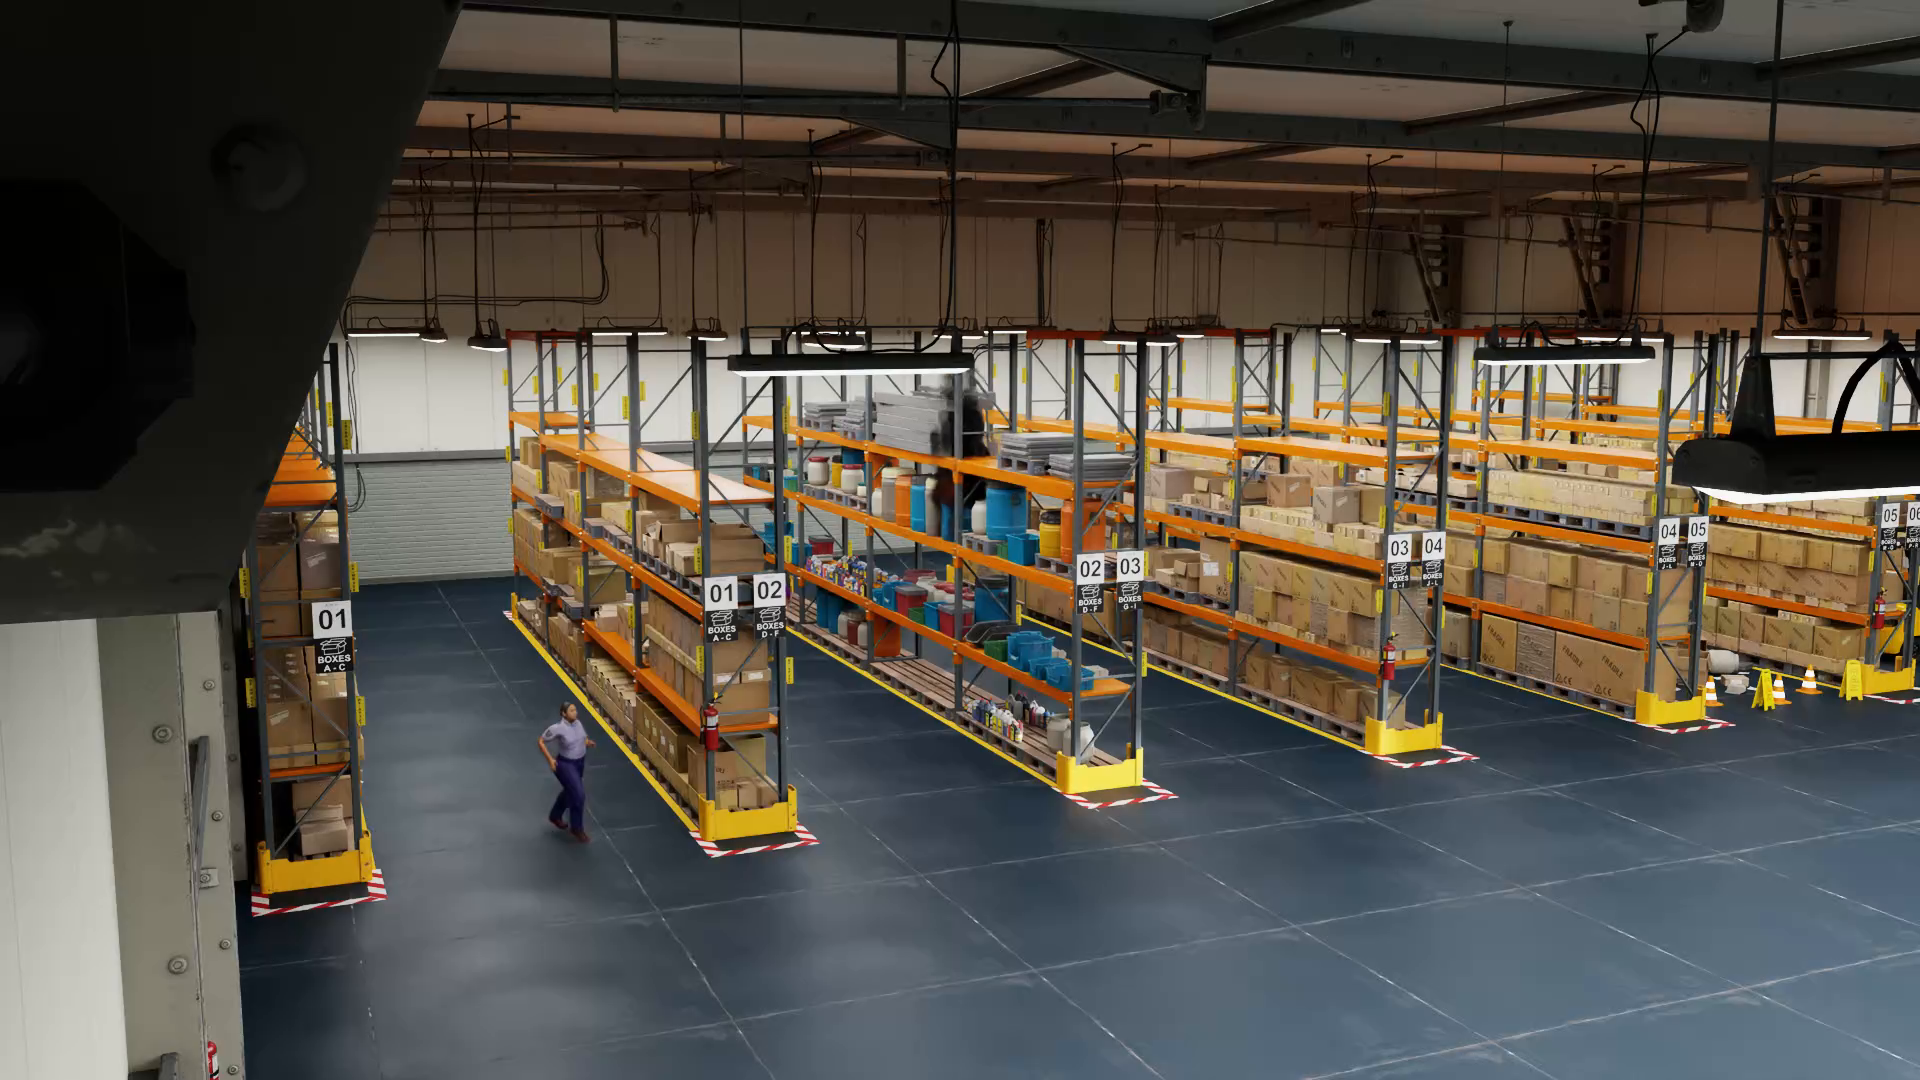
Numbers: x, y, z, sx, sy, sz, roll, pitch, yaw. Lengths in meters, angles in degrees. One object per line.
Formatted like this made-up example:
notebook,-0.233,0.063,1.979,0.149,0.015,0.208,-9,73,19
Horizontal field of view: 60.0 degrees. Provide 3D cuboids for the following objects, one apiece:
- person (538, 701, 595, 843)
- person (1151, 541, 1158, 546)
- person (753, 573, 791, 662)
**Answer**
person,-4.741,2.792,20.153,0.766,1.708,0.581,3,8,22
person,4.039,0.774,35.221,0.615,1.627,0.797,-4,9,-28
person,-3.444,1.379,30.451,0.691,1.693,0.741,-4,9,-25
